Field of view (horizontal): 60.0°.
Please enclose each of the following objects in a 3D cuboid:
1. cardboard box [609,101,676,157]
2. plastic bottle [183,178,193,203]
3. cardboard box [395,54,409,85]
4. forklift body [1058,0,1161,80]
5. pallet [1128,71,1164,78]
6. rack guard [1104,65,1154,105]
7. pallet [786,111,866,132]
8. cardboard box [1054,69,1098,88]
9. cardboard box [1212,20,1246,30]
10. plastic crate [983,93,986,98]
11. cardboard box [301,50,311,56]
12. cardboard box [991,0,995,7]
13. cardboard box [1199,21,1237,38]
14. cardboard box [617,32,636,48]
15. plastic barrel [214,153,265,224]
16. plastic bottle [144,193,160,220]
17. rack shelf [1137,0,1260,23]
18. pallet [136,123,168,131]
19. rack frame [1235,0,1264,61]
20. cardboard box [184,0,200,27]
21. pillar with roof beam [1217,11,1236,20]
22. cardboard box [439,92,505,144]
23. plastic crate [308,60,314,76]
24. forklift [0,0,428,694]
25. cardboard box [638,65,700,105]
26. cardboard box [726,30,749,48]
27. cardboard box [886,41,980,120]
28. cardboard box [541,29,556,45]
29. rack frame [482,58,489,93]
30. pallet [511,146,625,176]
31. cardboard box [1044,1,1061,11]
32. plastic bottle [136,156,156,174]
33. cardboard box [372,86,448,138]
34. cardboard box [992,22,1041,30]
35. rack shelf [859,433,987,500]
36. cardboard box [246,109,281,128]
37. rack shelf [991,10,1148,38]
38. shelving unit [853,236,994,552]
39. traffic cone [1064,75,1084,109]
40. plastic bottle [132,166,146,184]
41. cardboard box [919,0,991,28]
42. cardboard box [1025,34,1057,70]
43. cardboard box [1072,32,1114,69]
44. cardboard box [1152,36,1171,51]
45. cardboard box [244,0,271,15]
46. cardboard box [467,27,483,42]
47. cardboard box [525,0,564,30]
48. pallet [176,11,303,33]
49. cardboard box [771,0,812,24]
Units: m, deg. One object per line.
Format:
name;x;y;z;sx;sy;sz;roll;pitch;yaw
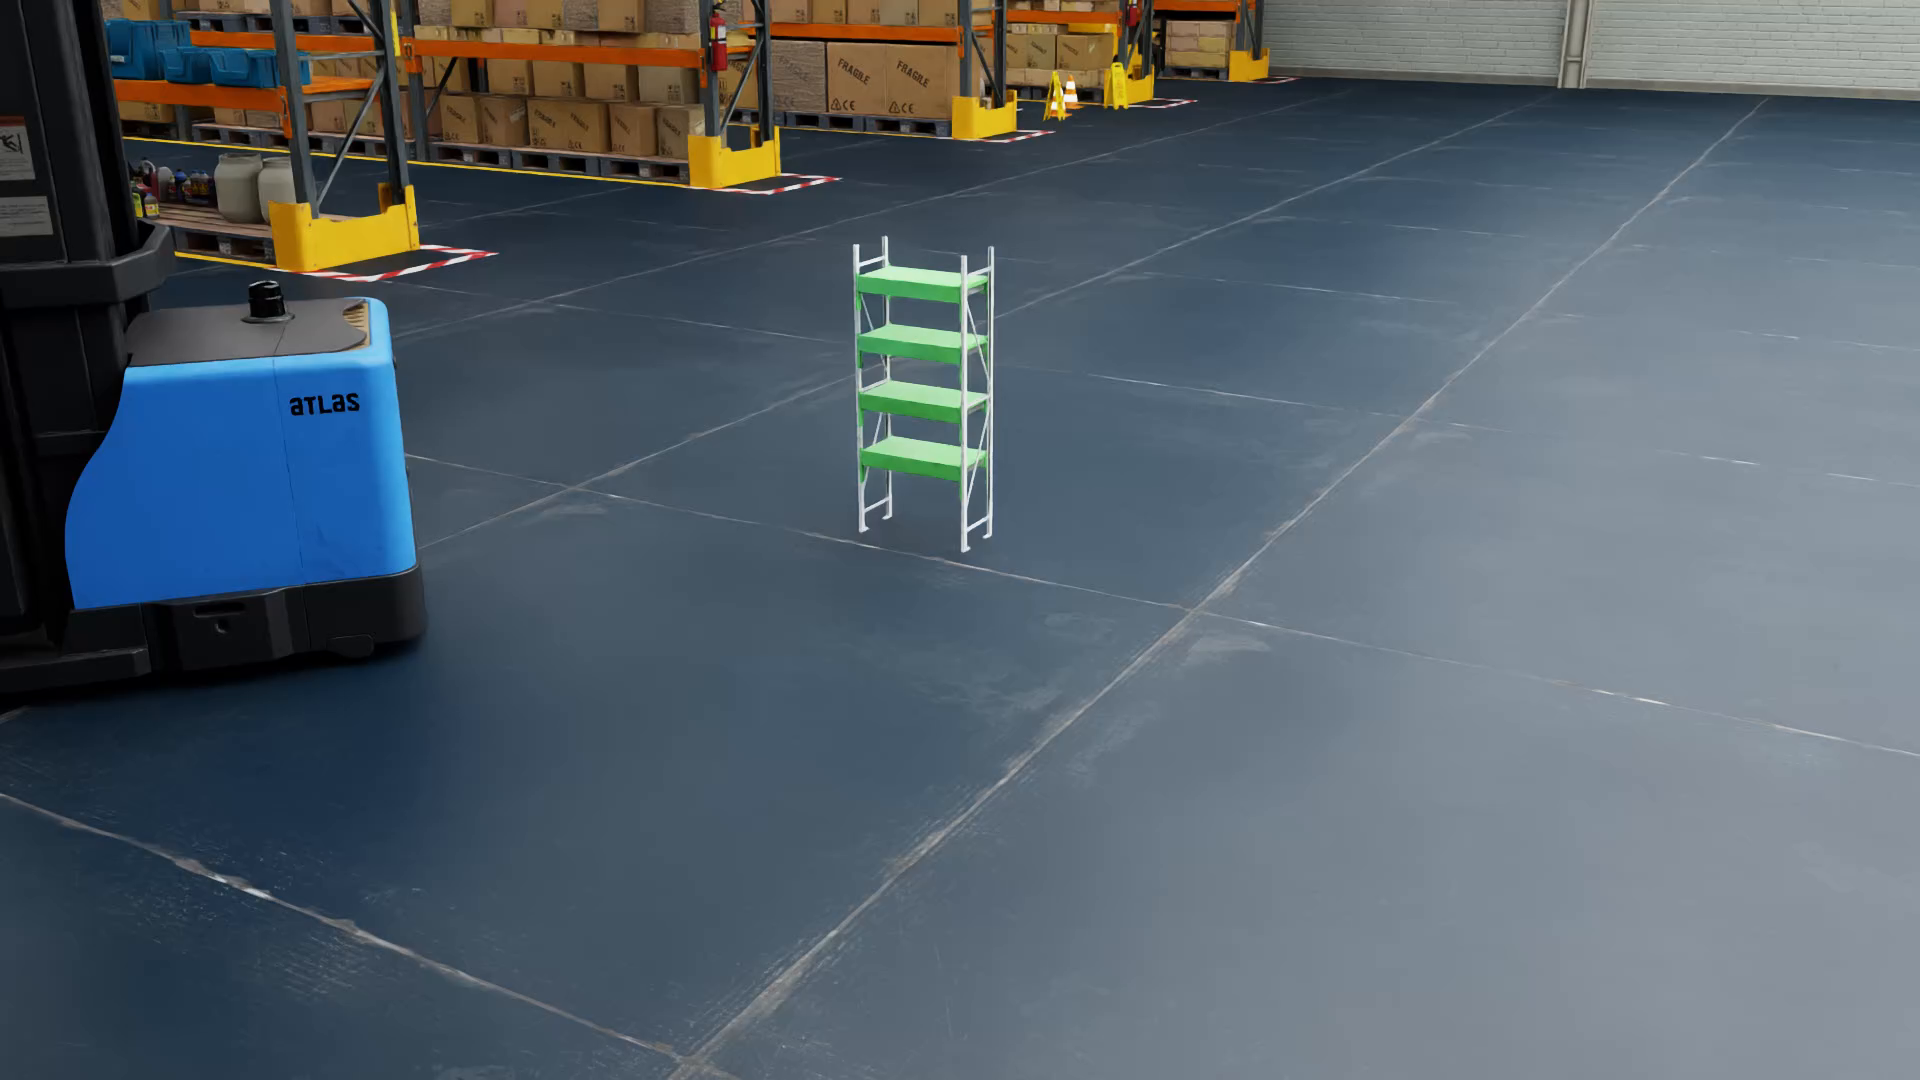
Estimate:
cardboard box;-3.293;-4.292;17.347;0.500;0.500;0.500;18;27;41
plastic bottle;-6.537;-2.973;14.119;0.097;0.201;0.097;0;20;0
cardboard box;-8.318;-7.086;25.051;0.500;0.500;0.500;10;22;25
forklift body;2.488;-8.873;28.172;1.214;2.155;2.313;11;23;27
pallet;3.284;-8.507;30.007;1.213;0.211;1.003;11;23;27
rack guard;2.549;-6.859;25.041;0.348;0.500;1.175;11;23;27
pallet;-1.508;-5.533;21.809;1.213;0.211;1.003;11;23;27
cardboard box;1.758;-6.985;25.138;0.500;0.250;0.500;11;23;27
cardboard box;4.706;-9.011;29.258;0.500;0.250;0.500;10;22;26
plastic crate;0.094;-6.809;25.519;0.583;0.080;0.402;3;20;9
cardboard box;-10.386;-7.783;26.613;0.250;0.149;0.380;12;23;29
cardboard box;0.588;-8.172;25.362;0.250;0.149;0.380;11;23;27
cardboard box;4.479;-8.858;28.837;0.500;0.250;0.500;12;23;29
cardboard box;-3.239;-5.053;16.766;0.250;0.149;0.380;11;23;27
plastic barrel;-5.682;-2.795;13.203;0.421;0.512;0.421;0;20;0
plastic bottle;-6.450;-2.663;13.266;0.097;0.201;0.097;0;20;0
rack shelf;3.287;-9.494;29.695;4.000;0.370;1.077;11;23;27
pallet;-10.914;-5.448;21.573;1.213;0.211;1.003;11;23;27
rack frame;5.033;-9.500;28.655;0.127;3.000;1.000;11;23;27
cardboard box;-9.493;-6.611;20.543;0.500;0.500;0.500;12;23;29
pillar with roof beam;2.765;-11.422;25.158;0.400;9.000;9.100;11;23;27
cardboard box;-5.380;-4.680;18.419;0.500;0.500;0.500;10;22;26
plastic crate;-5.257;-3.717;13.101;0.250;0.136;0.298;11;23;27
forklift;-3.433;-0.976;5.256;3.031;2.935;1.130;-7;21;-18
cardboard box;-3.788;-6.413;22.828;0.750;0.750;1.050;11;23;27
cardboard box;-2.350;-5.072;16.816;0.250;0.149;0.380;11;23;27
cardboard box;-0.335;-5.823;21.018;0.875;0.875;0.875;11;23;28
cardboard box;-4.112;-5.220;17.224;0.250;0.149;0.380;11;23;27
rack frame;-6.695;-7.861;24.139;0.127;3.000;1.000;11;23;27
pallet;-4.037;-4.122;17.919;1.213;0.211;1.003;11;23;27
cardboard box;1.456;-7.994;24.872;0.250;0.149;0.380;11;23;28
plastic bottle;-6.973;-3.117;14.298;0.185;0.351;0.144;11;22;27
cardboard box;-6.235;-4.877;18.931;0.500;0.500;0.700;9;22;23
cardboard box;1.080;-9.330;31.052;0.625;0.625;0.875;12;23;30
rack shelf;-0.145;-0.306;6.840;0.480;0.148;0.258;11;23;27
cardboard box;-8.117;-5.240;19.931;0.500;0.500;0.700;9;22;23
rack shelf;0.869;-8.016;25.619;4.000;0.370;1.077;11;23;27
shelving unit;-0.145;-0.592;6.736;0.503;1.200;0.258;11;23;27
traffic cone;1.611;-6.516;24.151;0.334;0.463;0.336;11;23;27
plastic bottle;-7.000;-3.050;14.213;0.133;0.283;0.061;11;23;27
cardboard box;-0.056;-6.650;20.578;0.550;0.550;0.875;11;23;27
cardboard box;1.332;-7.420;25.239;0.500;0.500;0.500;12;23;29
cardboard box;2.025;-7.499;25.456;0.500;0.500;0.500;10;22;26
cardboard box;3.562;-8.794;29.392;0.500;0.250;0.500;10;22;26
cardboard box;-7.851;-6.181;19.111;0.500;0.250;0.500;10;22;26
cardboard box;-5.002;-5.376;17.654;0.250;0.149;0.380;11;23;27
cardboard box;-4.026;-5.588;17.288;0.500;0.500;0.875;11;23;27
pallet;-8.528;-6.225;19.908;1.003;0.211;1.213;11;23;27
cardboard box;-1.969;-6.999;21.542;0.550;0.550;0.875;11;23;27
